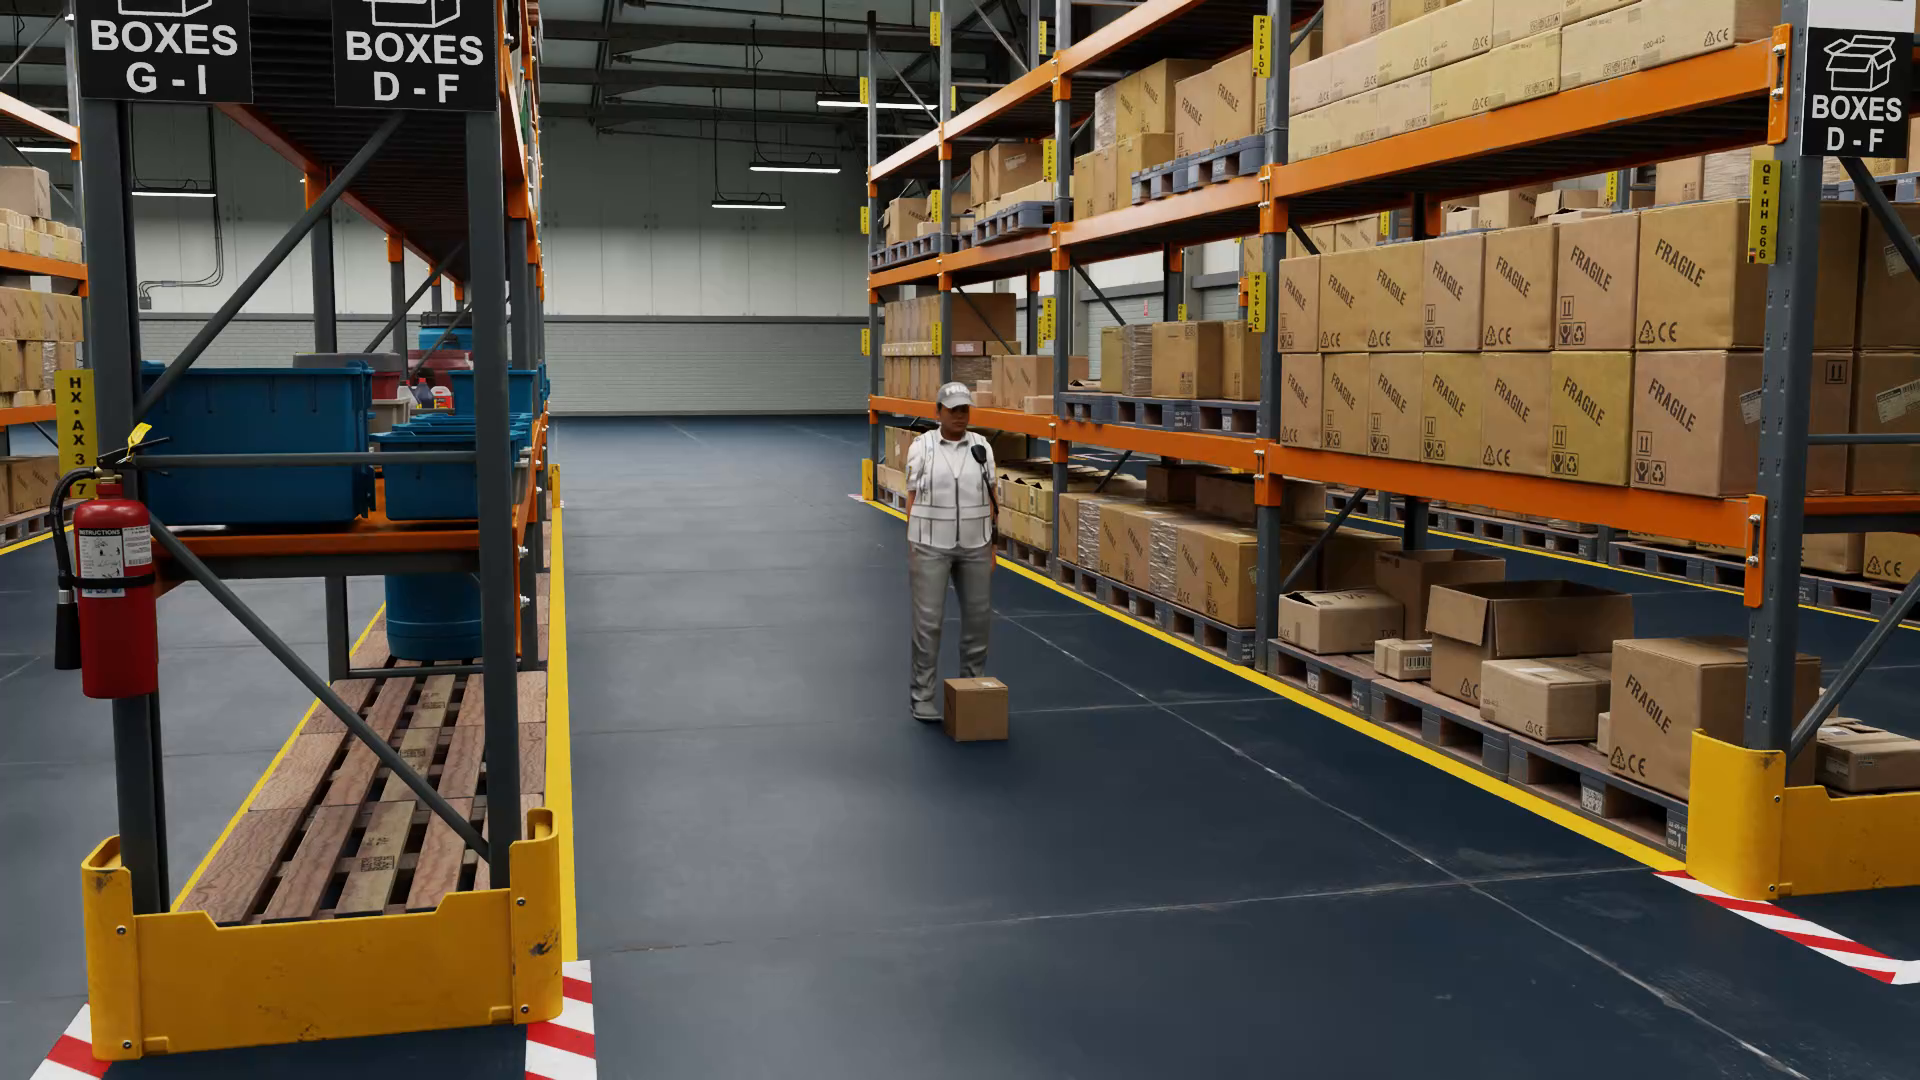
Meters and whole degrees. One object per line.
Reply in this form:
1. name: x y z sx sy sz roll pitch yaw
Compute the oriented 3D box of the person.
1. person: -0.029 0.060 8.231 0.466 1.675 0.390 -1 6 -12
